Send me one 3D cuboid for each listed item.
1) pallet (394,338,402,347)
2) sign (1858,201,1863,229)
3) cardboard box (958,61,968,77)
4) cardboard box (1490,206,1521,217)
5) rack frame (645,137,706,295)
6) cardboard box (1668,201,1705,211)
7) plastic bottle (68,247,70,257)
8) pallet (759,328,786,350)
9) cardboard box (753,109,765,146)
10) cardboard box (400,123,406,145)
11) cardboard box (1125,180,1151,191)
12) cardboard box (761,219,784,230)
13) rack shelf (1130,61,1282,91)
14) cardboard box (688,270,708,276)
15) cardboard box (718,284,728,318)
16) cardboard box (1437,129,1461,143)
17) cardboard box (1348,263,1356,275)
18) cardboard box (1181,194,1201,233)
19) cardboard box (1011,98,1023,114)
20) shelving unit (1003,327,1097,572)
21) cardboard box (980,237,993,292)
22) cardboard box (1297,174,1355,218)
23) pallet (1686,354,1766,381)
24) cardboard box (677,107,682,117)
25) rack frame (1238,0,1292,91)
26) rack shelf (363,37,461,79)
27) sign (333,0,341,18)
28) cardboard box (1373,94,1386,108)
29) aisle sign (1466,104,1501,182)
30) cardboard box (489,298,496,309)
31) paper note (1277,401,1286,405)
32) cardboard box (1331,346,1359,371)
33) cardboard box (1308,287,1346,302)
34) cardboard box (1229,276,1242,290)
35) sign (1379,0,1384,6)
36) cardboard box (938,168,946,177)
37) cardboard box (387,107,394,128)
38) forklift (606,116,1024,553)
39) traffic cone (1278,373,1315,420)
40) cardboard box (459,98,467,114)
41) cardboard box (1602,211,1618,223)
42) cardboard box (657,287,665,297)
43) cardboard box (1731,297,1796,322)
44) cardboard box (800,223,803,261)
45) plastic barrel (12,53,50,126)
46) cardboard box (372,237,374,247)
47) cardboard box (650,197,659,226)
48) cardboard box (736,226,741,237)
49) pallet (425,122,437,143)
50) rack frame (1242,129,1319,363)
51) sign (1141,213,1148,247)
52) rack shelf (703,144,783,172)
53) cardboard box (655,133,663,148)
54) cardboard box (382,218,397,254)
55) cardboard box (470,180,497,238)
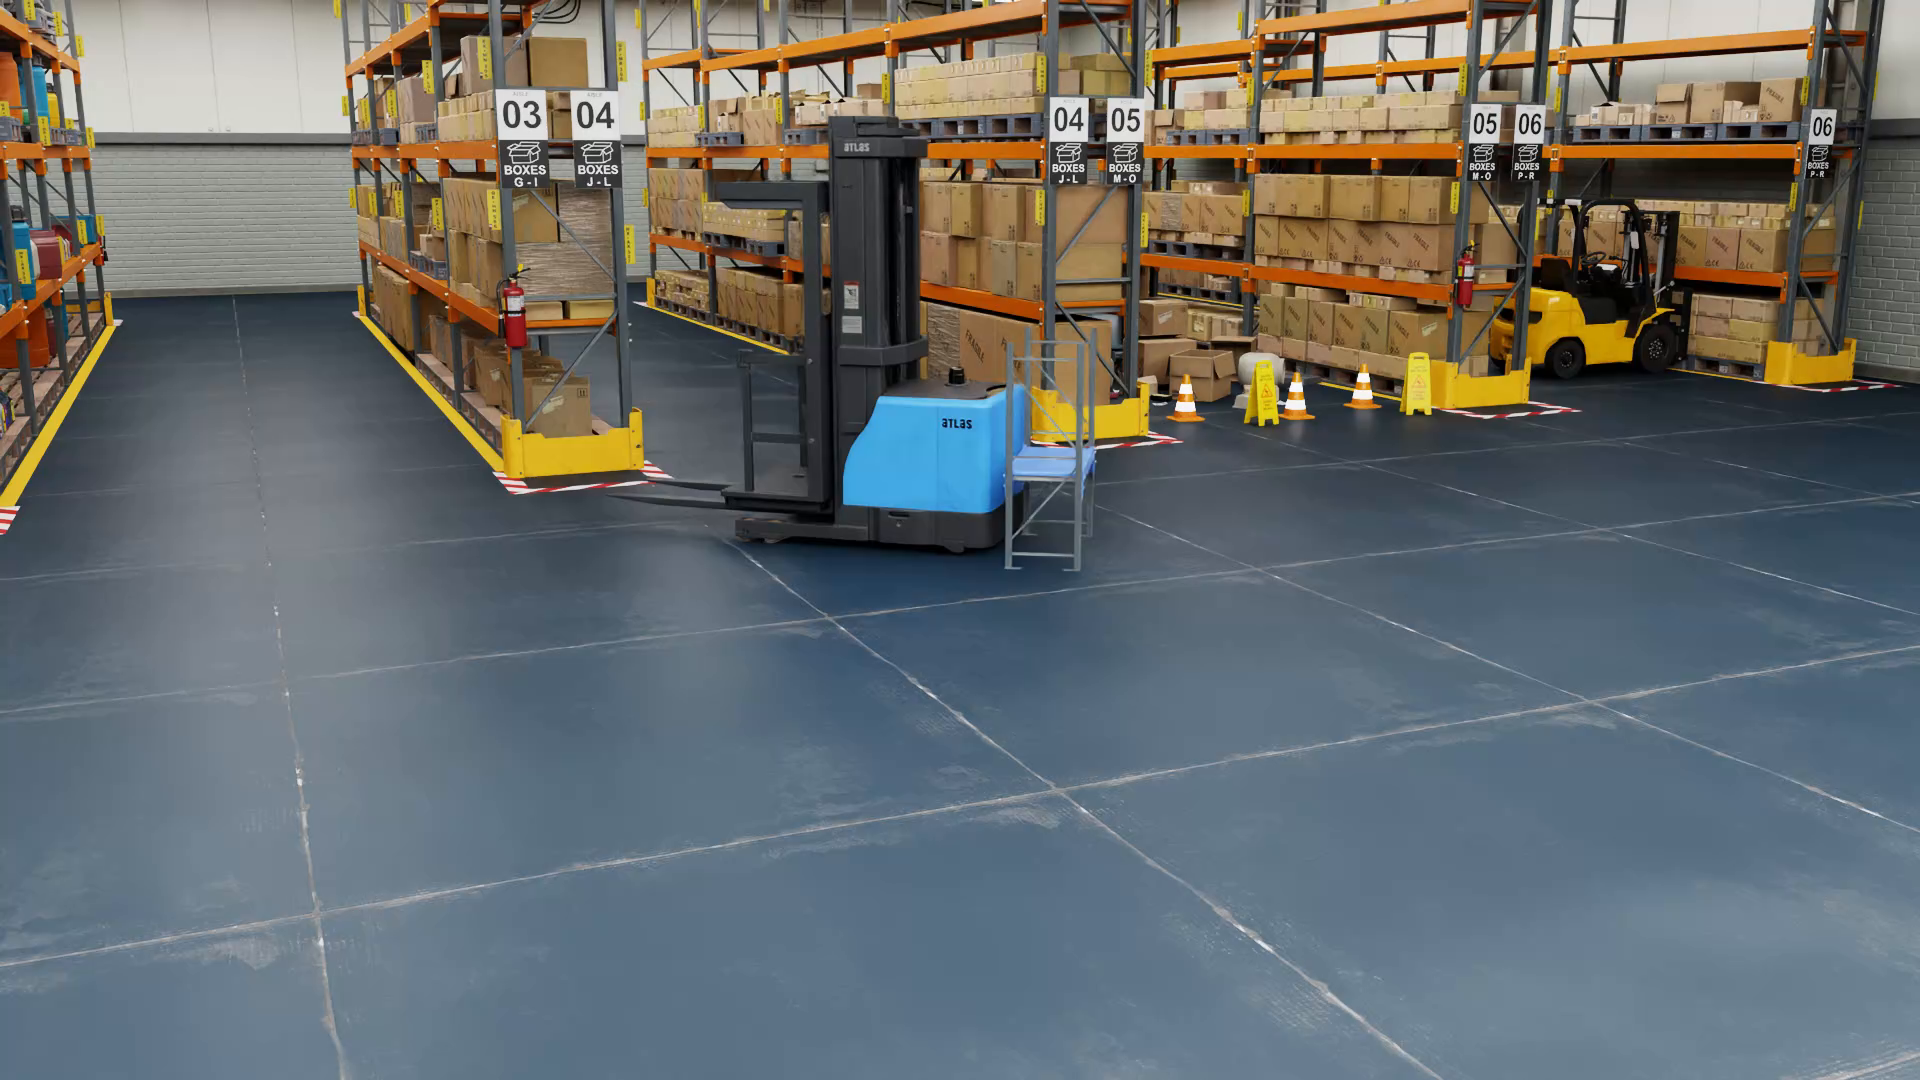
[{"bbox_3d":[-7.756,-3.021,24.456,1.003,0.211,1.213,-6,14,-23],"label":"pallet"},{"bbox_3d":[10.810,-3.907,20.002,0.100,0.325,0.005,-6,14,-23],"label":"sign"},{"bbox_3d":[0.201,-4.815,17.006,0.380,0.149,0.250,-6,14,-23],"label":"cardboard box"},{"bbox_3d":[7.960,-4.788,24.247,0.380,0.149,0.250,-6,14,-25],"label":"cardboard box"},{"bbox_3d":[-5.152,-5.786,30.217,1.000,3.000,0.127,-6,14,-23],"label":"rack frame"},{"bbox_3d":[9.343,-4.278,21.383,0.380,0.149,0.250,-5,14,-22],"label":"cardboard box"},{"bbox_3d":[-12.147,-3.915,22.572,0.097,0.201,0.097,0,13,0],"label":"plastic bottle"},{"bbox_3d":[-2.259,-2.936,24.088,1.003,0.211,1.213,-6,14,-23],"label":"pallet"},{"bbox_3d":[-2.621,-5.840,23.578,0.500,0.500,0.500,-6,14,-23],"label":"cardboard box"},{"bbox_3d":[-6.577,-4.974,20.390,0.500,0.250,0.500,-5,14,-22],"label":"cardboard box"},{"bbox_3d":[2.575,-5.261,25.509,0.500,0.500,0.500,-6,14,-25],"label":"cardboard box"},{"bbox_3d":[-2.562,-4.421,23.286,0.380,0.149,0.250,-5,14,-22],"label":"cardboard box"},{"bbox_3d":[4.691,-8.861,31.799,1.077,0.370,4.000,-6,14,-23],"label":"rack shelf"},{"bbox_3d":[-4.659,-4.748,29.804,0.380,0.149,0.250,-5,14,-22],"label":"cardboard box"},{"bbox_3d":[-3.496,-3.770,26.118,0.500,0.500,0.500,-5,14,-21],"label":"cardboard box"},{"bbox_3d":[5.354,-4.336,17.856,0.380,0.149,0.250,-6,14,-23],"label":"cardboard box"},{"bbox_3d":[4.813,-3.201,19.607,0.380,0.149,0.250,-6,14,-23],"label":"cardboard box"},{"bbox_3d":[3.354,-4.457,22.663,0.500,0.500,0.500,-5,14,-21],"label":"cardboard box"},{"bbox_3d":[0.714,-4.163,15.956,0.380,0.149,0.250,-5,14,-22],"label":"cardboard box"},{"bbox_3d":[0.628,-0.647,11.337,0.538,1.500,1.048,2,13,9],"label":"shelving unit"},{"bbox_3d":[0.718,-2.865,17.262,0.875,0.550,0.550,-6,14,-23],"label":"cardboard box"},{"bbox_3d":[4.489,-4.131,19.969,0.700,0.500,0.500,-6,14,-24],"label":"cardboard box"},{"bbox_3d":[9.955,-2.193,20.878,1.003,0.211,1.213,-6,14,-23],"label":"pallet"},{"bbox_3d":[-4.467,-7.091,27.541,0.380,0.149,0.250,-6,14,-23],"label":"cardboard box"},{"bbox_3d":[5.492,-8.799,29.932,1.000,3.000,0.127,-6,14,-23],"label":"rack frame"},{"bbox_3d":[-7.333,-6.497,22.465,1.077,0.370,4.000,-6,14,-23],"label":"rack shelf"},{"bbox_3d":[-10.248,-8.765,27.361,0.100,0.325,0.005,-6,14,-23],"label":"sign"},{"bbox_3d":[4.933,-4.992,18.921,0.380,0.149,0.250,-6,14,-25],"label":"cardboard box"},{"bbox_3d":[5.512,-4.176,17.495,0.394,0.787,0.004,-6,14,-23],"label":"aisle sign"},{"bbox_3d":[-4.146,-2.228,15.401,0.380,0.149,0.250,-6,14,-23],"label":"cardboard box"},{"bbox_3d":[3.550,-1.517,18.358,0.148,0.019,0.142,-12,18,-42],"label":"paper note"},{"bbox_3d":[4.767,-2.171,19.766,0.500,0.250,0.500,-6,14,-25],"label":"cardboard box"},{"bbox_3d":[4.453,-2.982,20.168,0.380,0.149,0.250,-5,14,-20],"label":"cardboard box"},{"bbox_3d":[5.444,-4.929,31.547,0.500,0.311,0.500,-5,14,-21],"label":"cardboard box"},{"bbox_3d":[6.601,-8.416,26.027,0.100,0.325,0.005,-6,14,-23],"label":"sign"},{"bbox_3d":[-0.185,-6.683,30.216,0.380,0.149,0.250,-6,14,-24],"label":"cardboard box"},{"bbox_3d":[-7.370,-5.842,22.648,0.797,0.503,0.637,-6,14,-24],"label":"cardboard box"},{"bbox_3d":[-1.085,-1.512,11.902,3.031,2.935,1.130,4,14,17],"label":"forklift"},{"bbox_3d":[3.518,-1.514,17.386,0.336,0.463,0.334,-6,14,-23],"label":"traffic cone"},{"bbox_3d":[-4.525,-4.101,15.733,0.380,0.149,0.250,-6,14,-24],"label":"cardboard box"},{"bbox_3d":[8.850,-4.337,22.294,0.380,0.149,0.250,-5,14,-22],"label":"cardboard box"},{"bbox_3d":[-5.235,-4.465,29.899,0.380,0.149,0.250,-5,14,-22],"label":"cardboard box"},{"bbox_3d":[9.829,-2.817,20.336,0.500,0.250,0.500,-5,14,-21],"label":"cardboard box"},{"bbox_3d":[-1.808,-3.960,22.106,0.500,0.500,0.500,-6,14,-24],"label":"cardboard box"},{"bbox_3d":[-11.849,-5.656,20.962,0.600,0.901,0.708,-6,14,-23],"label":"plastic barrel"},{"bbox_3d":[-8.866,-4.603,25.662,0.380,0.149,0.250,-5,14,-22],"label":"cardboard box"},{"bbox_3d":[-5.225,-5.862,29.664,0.500,0.500,0.500,-5,14,-20],"label":"cardboard box"},{"bbox_3d":[-3.075,-4.541,24.465,0.380,0.149,0.250,-5,14,-21],"label":"cardboard box"},{"bbox_3d":[-5.079,-4.387,17.935,1.213,0.211,1.003,-6,14,-23],"label":"pallet"},{"bbox_3d":[4.150,-3.775,21.527,1.000,3.000,0.127,-6,14,-23],"label":"rack frame"},{"bbox_3d":[1.769,-2.990,16.039,0.100,0.325,0.005,-6,14,-23],"label":"sign"},{"bbox_3d":[-2.748,-5.657,24.604,1.077,0.370,4.000,-6,14,-23],"label":"rack shelf"},{"bbox_3d":[-4.999,-6.949,28.923,0.500,0.250,0.500,-5,14,-21],"label":"cardboard box"},{"bbox_3d":[-7.977,-4.360,23.833,0.500,0.500,0.500,-6,14,-23],"label":"cardboard box"},{"bbox_3d":[-4.178,-3.032,15.217,0.500,0.500,0.500,-6,14,-23],"label":"cardboard box"}]
